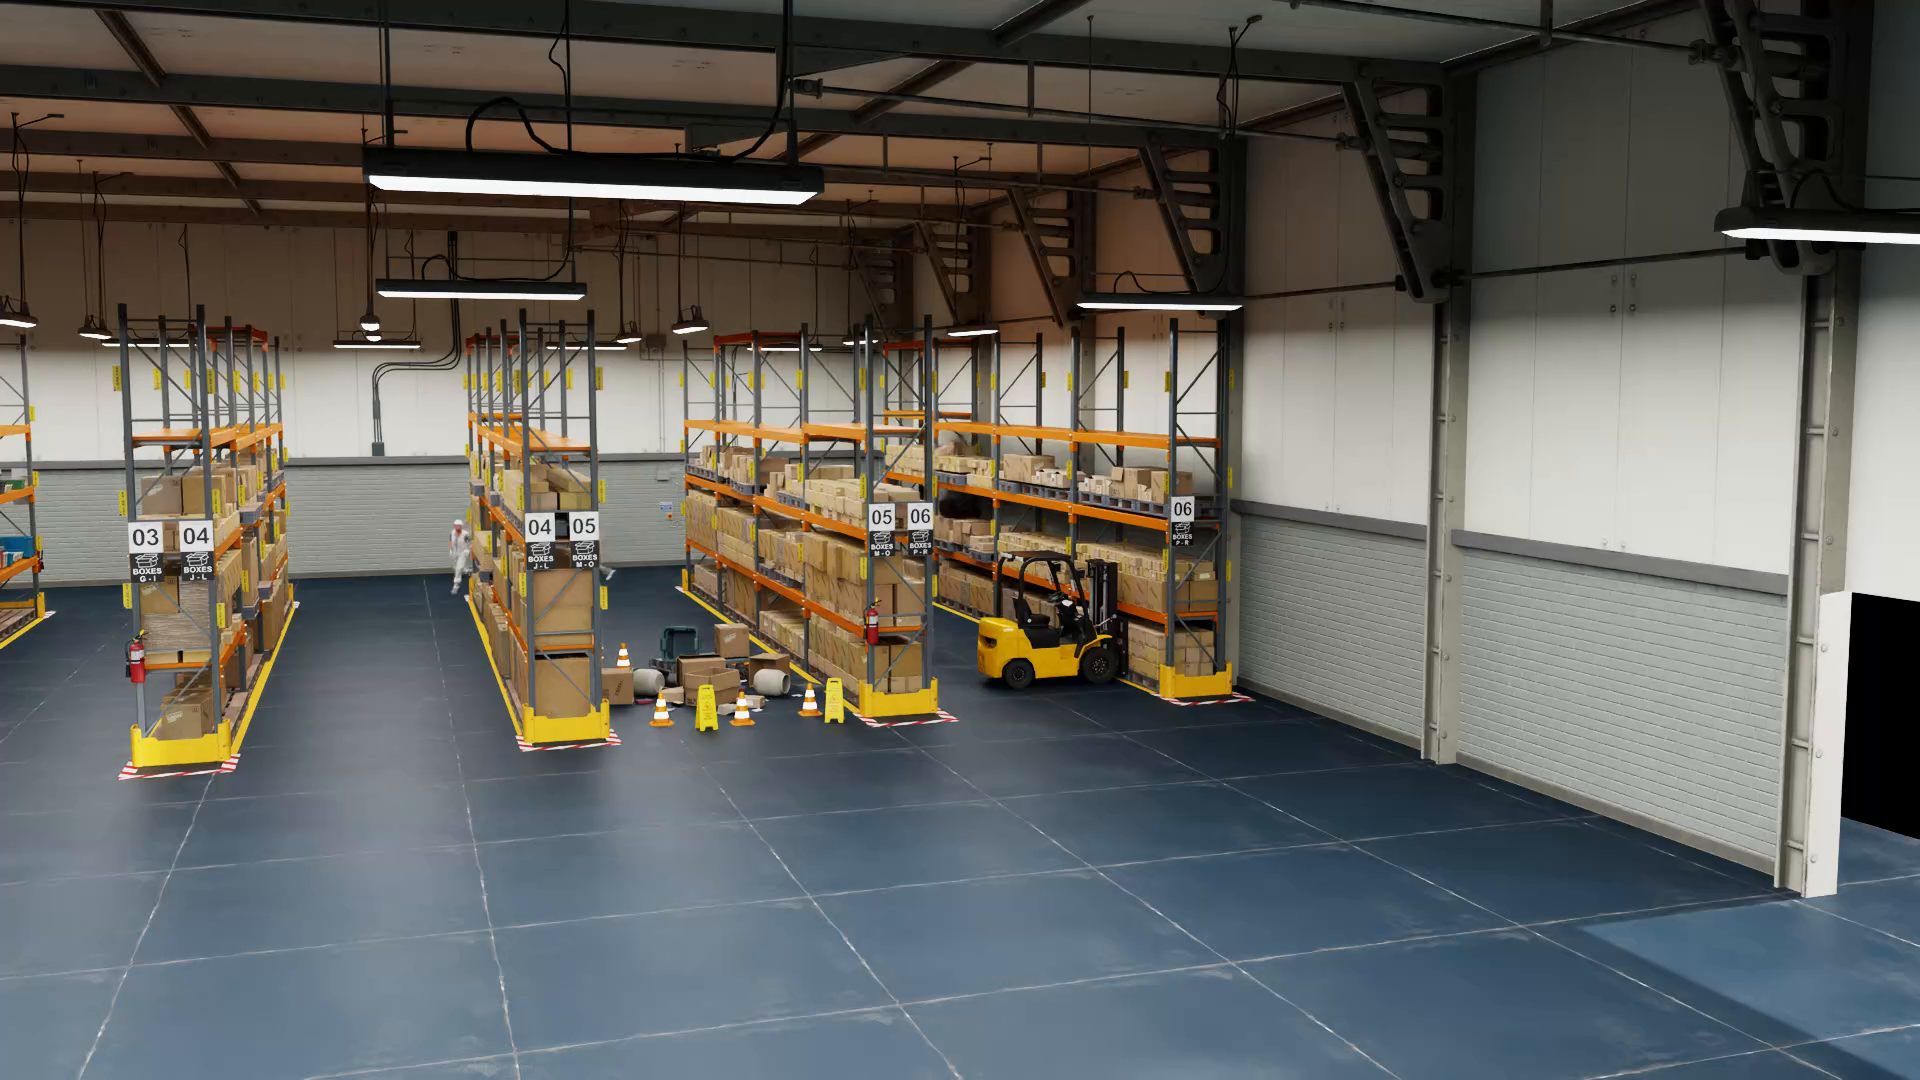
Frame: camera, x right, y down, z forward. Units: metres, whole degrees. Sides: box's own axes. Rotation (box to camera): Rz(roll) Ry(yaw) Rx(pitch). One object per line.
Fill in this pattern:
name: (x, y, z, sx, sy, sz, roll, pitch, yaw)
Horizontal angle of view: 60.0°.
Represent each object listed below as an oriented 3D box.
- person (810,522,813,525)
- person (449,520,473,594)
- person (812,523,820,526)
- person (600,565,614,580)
person: (-3.333, 0.368, 36.861, 0.693, 1.785, 0.824, -3, 6, -28)
person: (-11.882, 0.385, 39.732, 0.663, 1.768, 0.960, 2, 6, 18)
person: (-3.434, 0.178, 38.688, 0.700, 1.756, 0.551, -5, 7, -40)
person: (-8.949, 0.357, 40.519, 1.059, 1.658, 0.561, -2, 6, -22)
